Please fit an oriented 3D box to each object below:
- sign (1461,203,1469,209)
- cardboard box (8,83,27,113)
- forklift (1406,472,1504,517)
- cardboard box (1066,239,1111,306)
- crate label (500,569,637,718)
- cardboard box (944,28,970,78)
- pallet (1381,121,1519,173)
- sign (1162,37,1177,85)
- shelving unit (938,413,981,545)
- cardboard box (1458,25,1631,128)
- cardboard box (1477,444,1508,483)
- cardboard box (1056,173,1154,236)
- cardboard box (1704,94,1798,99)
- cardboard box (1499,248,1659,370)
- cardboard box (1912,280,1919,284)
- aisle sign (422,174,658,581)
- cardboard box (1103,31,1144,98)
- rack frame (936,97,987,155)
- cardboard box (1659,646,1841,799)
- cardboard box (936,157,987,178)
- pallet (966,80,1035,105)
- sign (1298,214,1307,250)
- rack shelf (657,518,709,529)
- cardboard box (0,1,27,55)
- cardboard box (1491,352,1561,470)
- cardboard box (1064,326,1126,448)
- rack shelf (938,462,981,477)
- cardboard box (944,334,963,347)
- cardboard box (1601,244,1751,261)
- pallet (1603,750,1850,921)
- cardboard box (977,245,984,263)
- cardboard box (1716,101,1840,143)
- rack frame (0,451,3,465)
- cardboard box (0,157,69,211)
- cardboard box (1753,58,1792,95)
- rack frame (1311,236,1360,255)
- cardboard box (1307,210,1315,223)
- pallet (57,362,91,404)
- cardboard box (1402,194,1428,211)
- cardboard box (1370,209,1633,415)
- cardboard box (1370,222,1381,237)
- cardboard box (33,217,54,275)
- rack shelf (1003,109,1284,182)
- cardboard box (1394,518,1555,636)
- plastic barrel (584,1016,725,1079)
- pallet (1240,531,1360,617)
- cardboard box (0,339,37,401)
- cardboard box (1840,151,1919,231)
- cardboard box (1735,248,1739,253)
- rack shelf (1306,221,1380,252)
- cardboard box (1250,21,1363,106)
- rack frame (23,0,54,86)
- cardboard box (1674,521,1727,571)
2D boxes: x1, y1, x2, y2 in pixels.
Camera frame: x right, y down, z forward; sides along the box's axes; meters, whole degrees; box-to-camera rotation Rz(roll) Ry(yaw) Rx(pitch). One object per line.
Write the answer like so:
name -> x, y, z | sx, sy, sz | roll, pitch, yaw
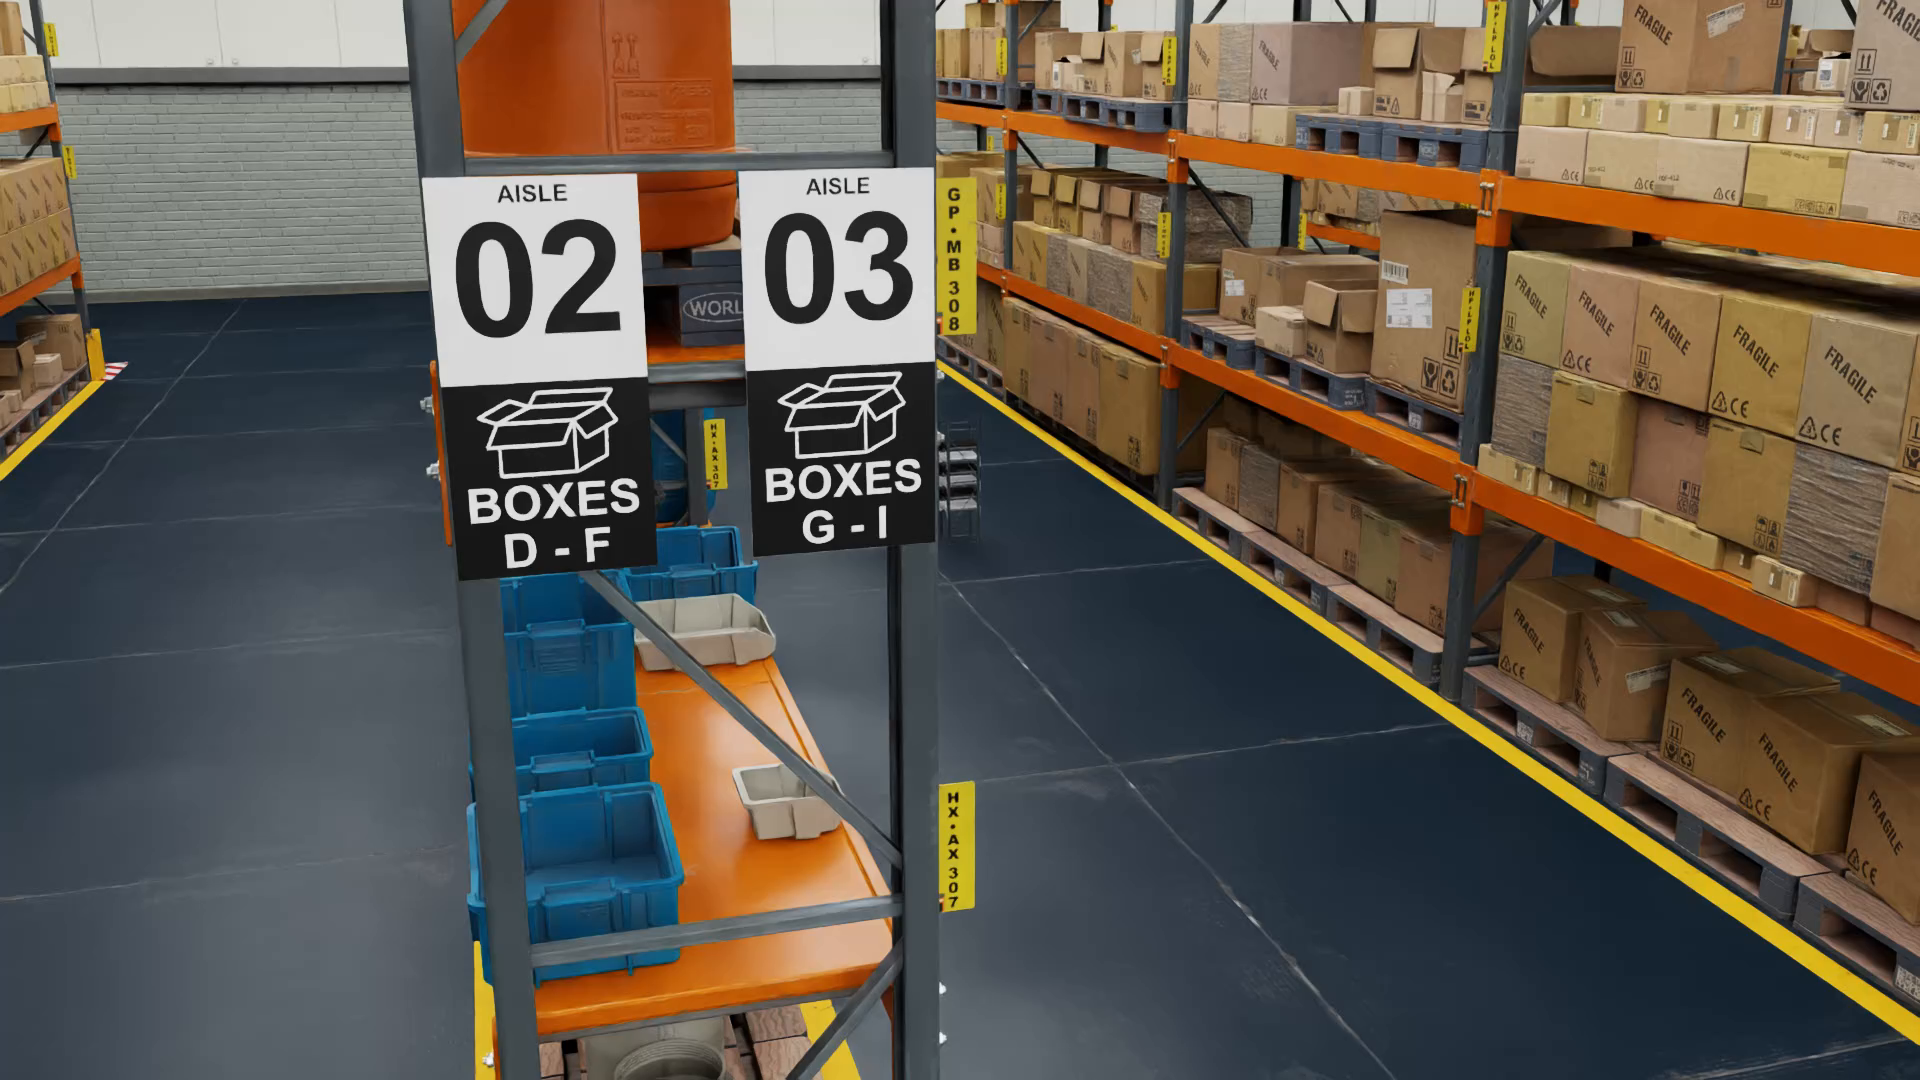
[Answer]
sign -> 5.197, -3.553, 17.063 | 0.100, 0.325, 0.005 | -5, 17, -15
cardboard box -> -9.033, -4.111, 15.470 | 0.500, 0.250, 0.500 | -5, 17, -15
forklift -> 5.095, -1.744, 12.664 | 3.031, 2.935, 1.130 | -4, 17, -13
cardboard box -> 1.229, -2.301, 14.223 | 0.500, 0.500, 0.500 | -4, 17, -14
crate label -> -1.310, 0.387, 5.390 | 0.502, 0.435, 0.616 | -5, 17, -15
cardboard box -> 0.243, -5.216, 17.809 | 0.700, 0.500, 0.500 | -6, 18, -19
pallet -> 3.052, -2.133, 8.950 | 1.213, 0.211, 1.003 | -5, 17, -15
sign -> 1.484, -3.394, 11.786 | 0.100, 0.325, 0.005 | -5, 17, -15
shelving unit -> -0.002, -0.433, 11.830 | 0.258, 0.900, 0.210 | -5, 17, -15
cardboard box -> 3.085, -2.432, 8.710 | 0.797, 0.503, 0.637 | -6, 18, -18
cardboard box -> 2.889, -0.403, 8.517 | 0.380, 0.149, 0.250 | -5, 17, -15
cardboard box -> 1.281, -2.981, 14.745 | 0.797, 0.503, 0.637 | -5, 17, -15
cardboard box -> 3.624, -1.952, 7.589 | 0.380, 0.149, 0.250 | -6, 18, -18
cardboard box -> 2.998, -1.131, 8.076 | 0.500, 0.500, 0.500 | -5, 17, -15
cardboard box -> 7.096, -1.562, 11.764 | 0.500, 0.500, 0.500 | -5, 17, -16
aisle sign -> -0.810, -0.310, 3.253 | 0.394, 0.787, 0.004 | -5, 17, -15
cardboard box -> 1.461, -3.794, 13.250 | 0.500, 0.500, 0.500 | -4, 17, -12
rack frame -> -0.179, -3.926, 19.808 | 1.000, 3.000, 0.127 | -5, 17, -15
cardboard box -> 3.601, 0.826, 7.602 | 0.500, 0.500, 0.500 | -6, 18, -20
cardboard box -> -0.021, -3.921, 18.230 | 0.500, 0.500, 0.500 | -5, 17, -17
pallet -> 0.705, -4.441, 16.462 | 1.003, 0.211, 1.213 | -5, 17, -15
sign -> 2.539, -2.275, 12.438 | 0.100, 0.325, 0.005 | -5, 17, -15
rack shelf -> -2.193, -0.424, 9.400 | 1.077, 0.370, 4.000 | -5, 17, -15
cardboard box -> -9.548, -4.966, 16.146 | 0.700, 0.500, 0.500 | -5, 17, -15
cardboard box -> 3.183, -0.668, 8.270 | 0.875, 0.500, 0.500 | -5, 17, -15
cardboard box -> 1.612, -1.336, 14.150 | 1.225, 0.875, 0.875 | -5, 17, -15
rack shelf -> -0.002, -0.487, 11.814 | 0.258, 0.077, 0.200 | -5, 17, -15
cardboard box -> 0.324, -2.687, 18.647 | 0.875, 0.875, 0.875 | -5, 17, -15
cardboard box -> 3.507, -1.173, 8.215 | 0.500, 0.500, 0.500 | -5, 17, -15
pallet -> 3.676, 1.250, 7.425 | 1.003, 0.211, 1.213 | -5, 17, -15
cardboard box -> 0.380, -2.900, 16.829 | 0.380, 0.149, 0.250 | -5, 17, -16
cardboard box -> 3.306, -1.690, 6.719 | 0.380, 0.149, 0.250 | -5, 17, -16
rack frame -> -8.606, -2.037, 13.521 | 1.000, 3.000, 0.127 | -5, 17, -15
cardboard box -> -9.318, -3.569, 16.709 | 0.500, 0.500, 0.500 | -5, 17, -16
cardboard box -> 6.415, -3.700, 13.667 | 0.500, 0.500, 0.500 | -5, 17, -15
rack frame -> 4.618, -4.290, 21.021 | 1.000, 3.000, 0.127 | -5, 17, -15
cardboard box -> 4.501, -3.987, 20.449 | 0.380, 0.149, 0.250 | -4, 17, -13
pallet -> -9.464, -1.567, 16.802 | 1.003, 0.211, 1.213 | -5, 17, -15
cardboard box -> 5.171, -3.629, 18.130 | 0.500, 0.500, 0.500 | -5, 17, -17
cardboard box -> 3.035, -1.326, 9.380 | 1.000, 1.000, 1.000 | -5, 17, -15
cardboard box -> 4.915, -3.551, 18.995 | 0.380, 0.149, 0.250 | -4, 17, -14
cardboard box -> -9.042, -2.808, 15.911 | 0.500, 0.500, 0.500 | -5, 17, -15
rack shelf -> 1.470, -3.358, 13.955 | 1.077, 0.370, 4.000 | -5, 17, -15
cardboard box -> 2.971, 0.208, 9.625 | 0.700, 0.500, 0.500 | -6, 18, -20
plastic barrel -> -0.936, 1.567, 5.116 | 0.421, 0.512, 0.421 | 0, 17, 0
pallet -> 2.565, 0.175, 11.001 | 1.003, 0.211, 1.213 | -5, 17, -15
cardboard box -> -9.127, -1.572, 15.545 | 0.797, 0.503, 0.637 | -5, 17, -15
cardboard box -> 3.569, -1.259, 5.975 | 0.500, 0.250, 0.500 | -4, 17, -14
cardboard box -> 6.800, -2.525, 14.334 | 0.380, 0.149, 0.250 | -4, 17, -13
rack shelf -> 5.167, -3.392, 19.282 | 1.077, 0.370, 4.000 | -5, 17, -15
cardboard box -> 2.182, -3.008, 10.494 | 0.500, 0.500, 0.500 | -5, 17, -17
rack frame -> -9.705, -6.017, 16.341 | 1.000, 3.000, 0.127 | -5, 17, -15
cardboard box -> 3.314, 0.011, 7.139 | 0.380, 0.149, 0.250 | -5, 17, -15
